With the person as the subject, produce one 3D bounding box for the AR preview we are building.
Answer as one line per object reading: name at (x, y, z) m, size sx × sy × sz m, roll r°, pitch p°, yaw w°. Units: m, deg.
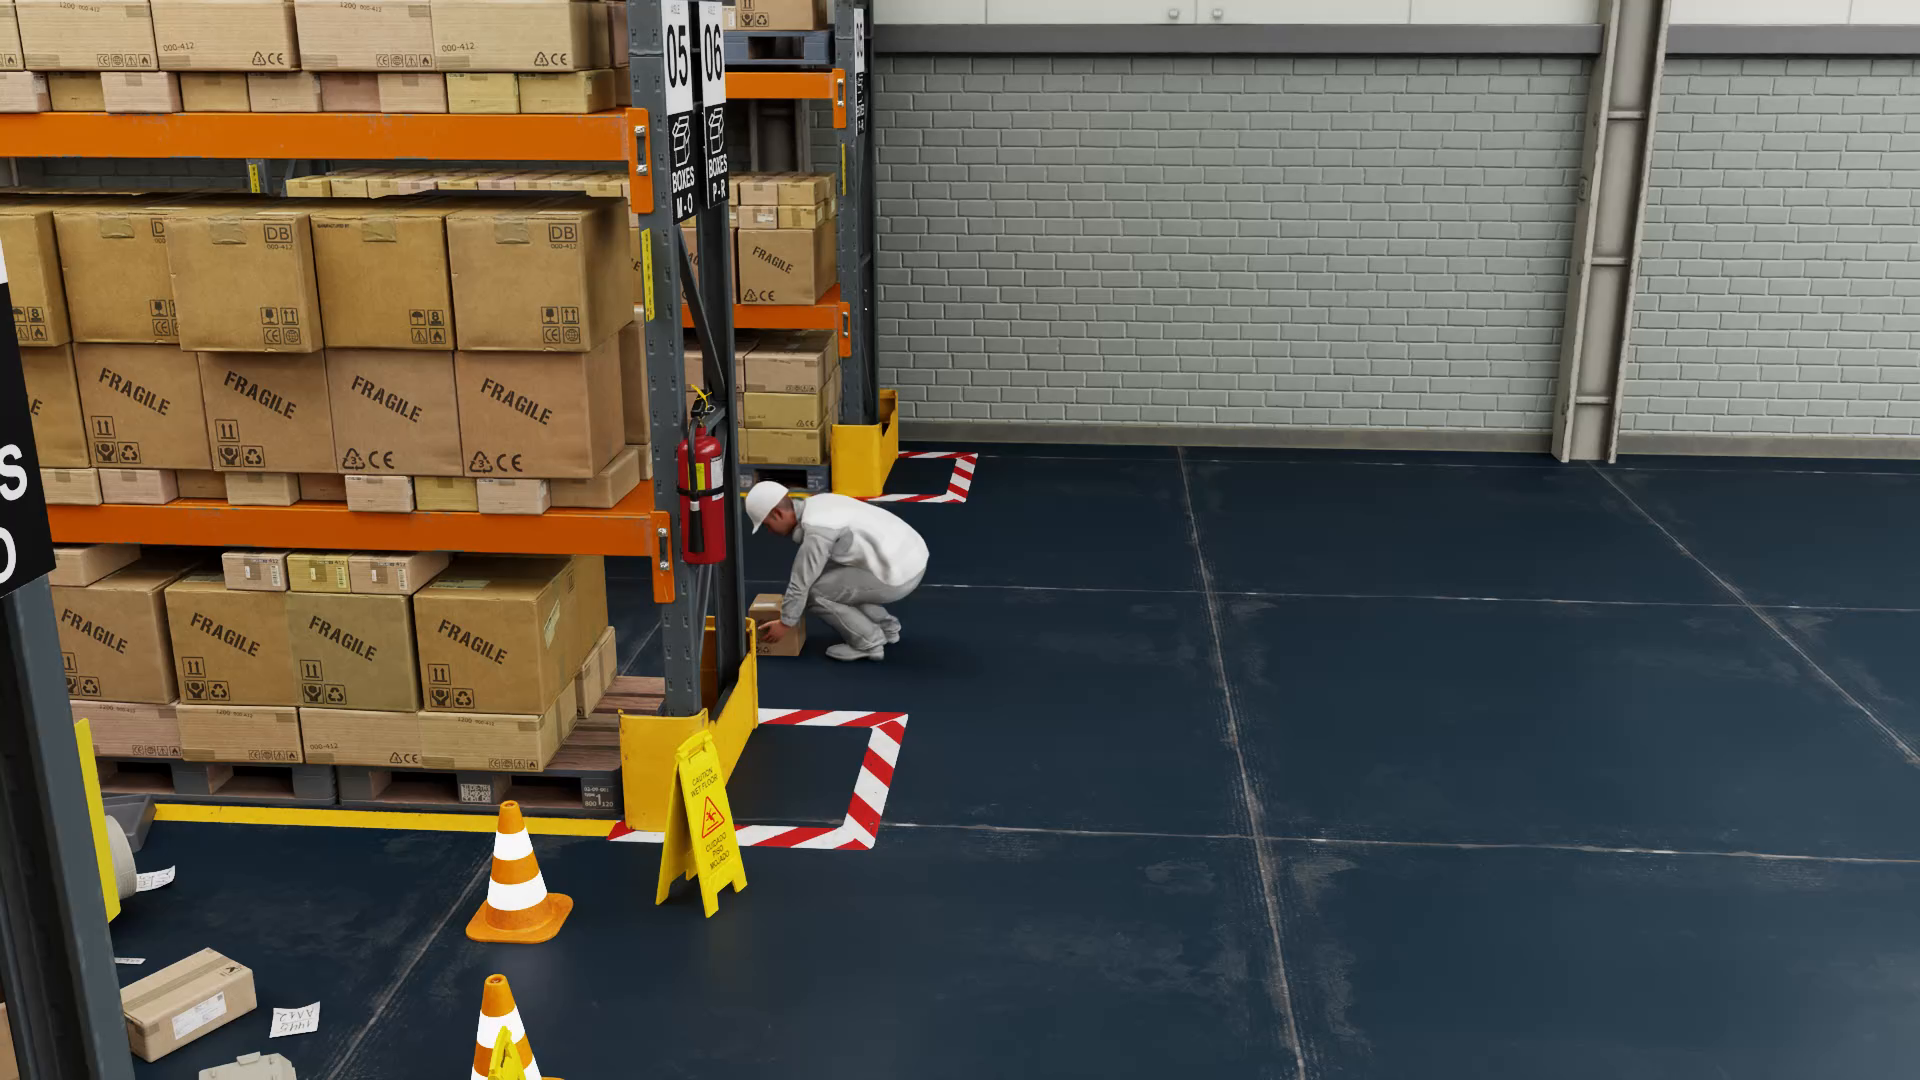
person at (-0.622, 0.137, 8.512) m, size 0.913 × 0.916 × 0.536 m, roll 1°, pitch 17°, yaw 4°
